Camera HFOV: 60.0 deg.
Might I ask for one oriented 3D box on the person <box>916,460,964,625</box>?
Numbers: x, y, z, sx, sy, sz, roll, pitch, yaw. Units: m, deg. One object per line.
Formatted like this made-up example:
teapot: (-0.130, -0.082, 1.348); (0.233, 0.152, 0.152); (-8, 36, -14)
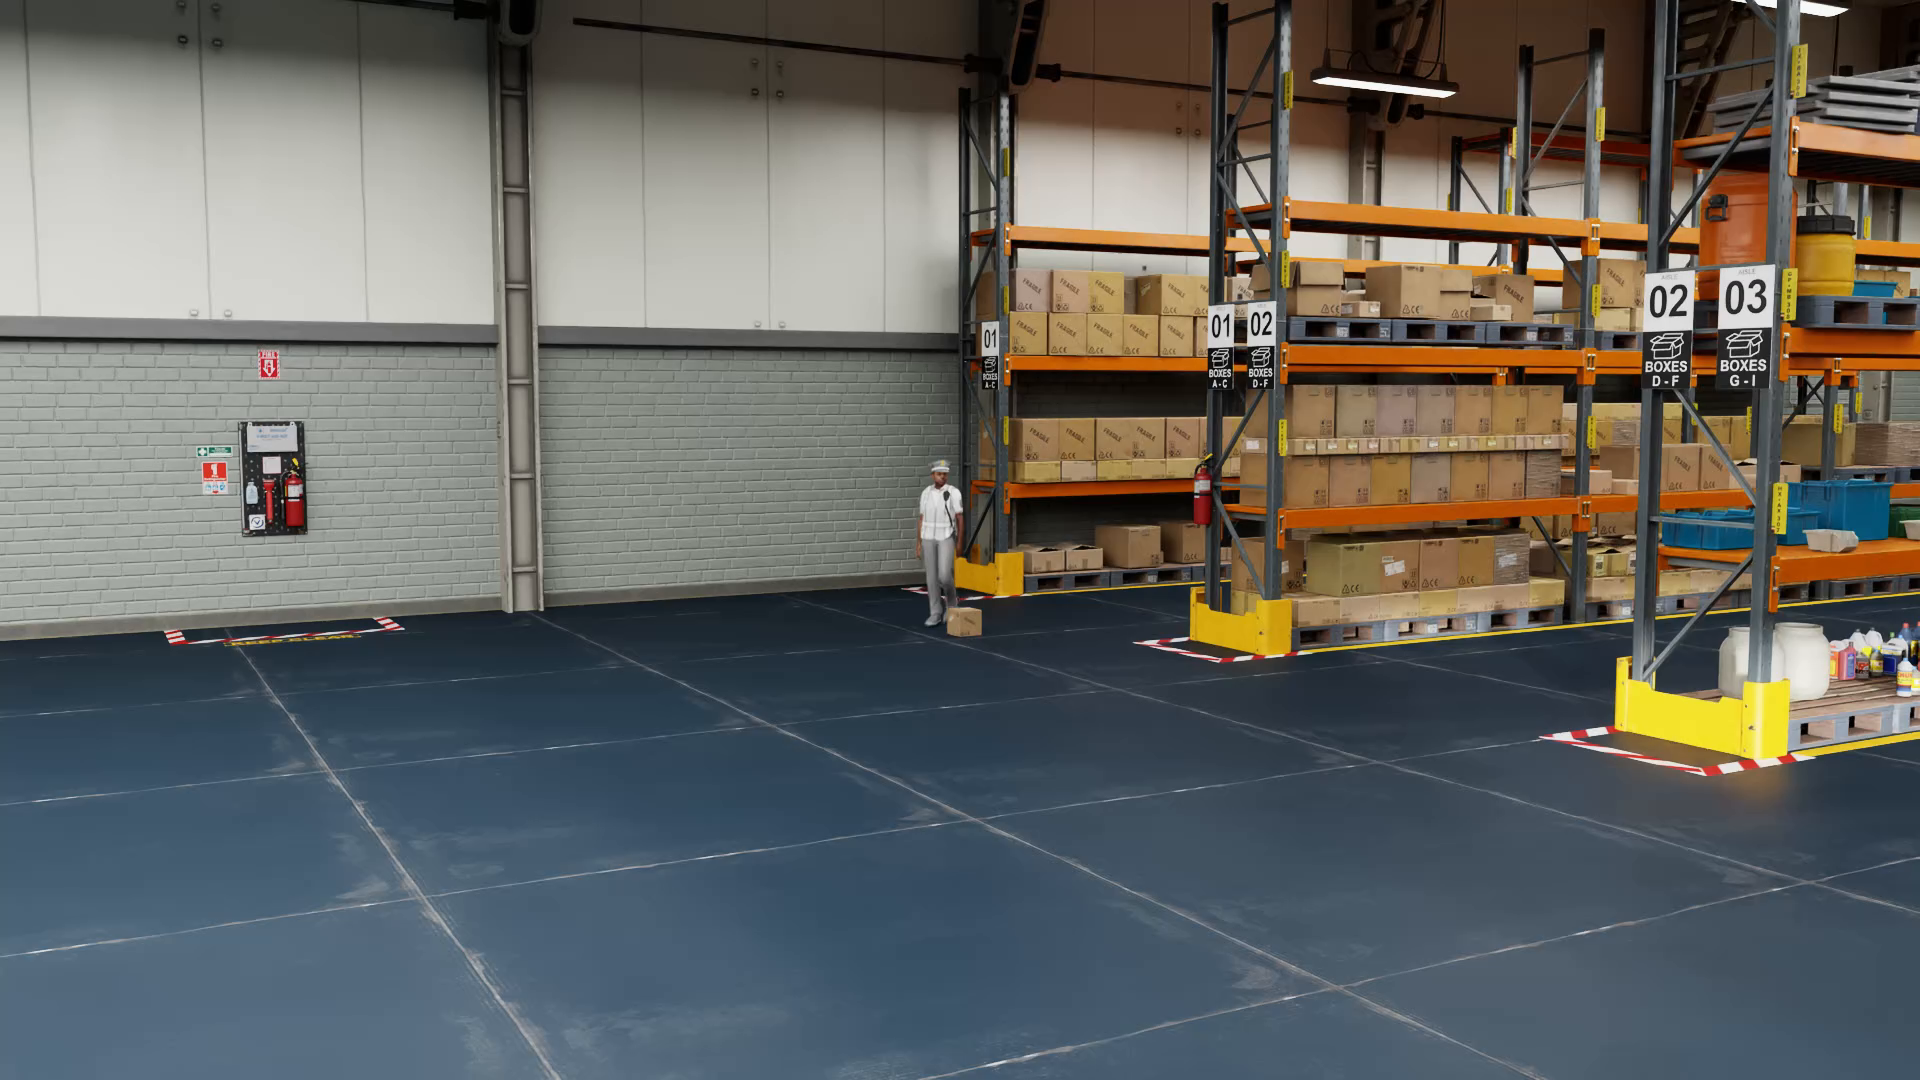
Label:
person: (-0.218, 0.026, 16.916); (0.456, 1.688, 0.433); (2, 5, 21)
